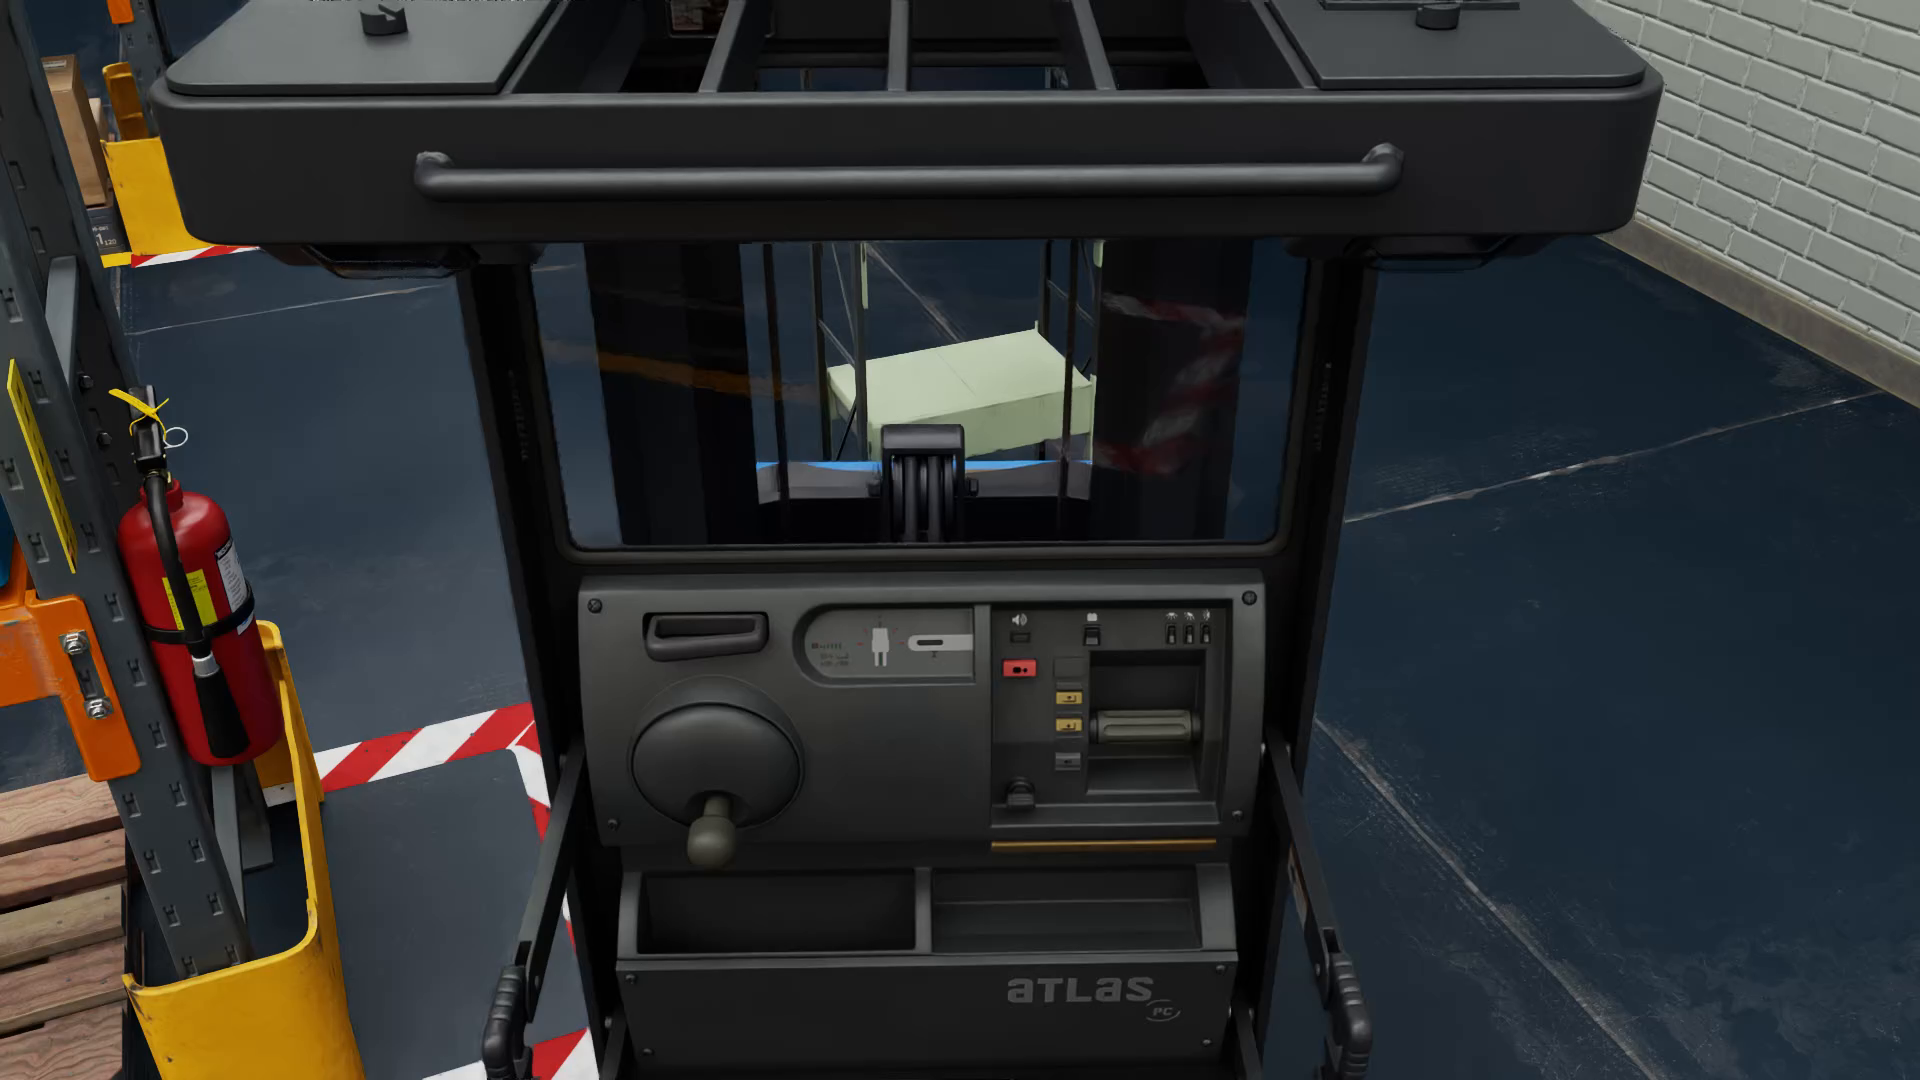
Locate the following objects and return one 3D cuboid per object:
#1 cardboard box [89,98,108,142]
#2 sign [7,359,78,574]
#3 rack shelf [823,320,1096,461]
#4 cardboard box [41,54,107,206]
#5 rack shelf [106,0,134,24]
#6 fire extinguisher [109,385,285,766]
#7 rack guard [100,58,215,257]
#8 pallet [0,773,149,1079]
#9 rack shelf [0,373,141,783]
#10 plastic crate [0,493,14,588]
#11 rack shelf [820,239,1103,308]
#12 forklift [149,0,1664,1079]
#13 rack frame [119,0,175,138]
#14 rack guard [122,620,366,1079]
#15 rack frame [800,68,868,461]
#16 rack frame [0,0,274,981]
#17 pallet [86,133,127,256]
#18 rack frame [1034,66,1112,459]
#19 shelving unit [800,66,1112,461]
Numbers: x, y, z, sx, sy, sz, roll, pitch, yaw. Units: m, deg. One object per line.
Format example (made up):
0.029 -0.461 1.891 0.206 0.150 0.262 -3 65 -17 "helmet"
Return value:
-4.047 -1.878 7.597 0.250 0.149 0.380 -13 35 -19 "cardboard box"
-1.386 -0.108 2.516 0.005 0.325 0.100 -13 35 -19 "sign"
-0.006 -0.354 5.017 0.720 0.370 0.431 -13 35 -19 "rack shelf"
-3.934 -1.703 7.005 0.500 0.500 0.500 -13 35 -19 "cardboard box"
-5.372 -2.081 6.357 4.000 0.370 1.077 -13 35 -19 "rack shelf"
-1.299 0.072 2.801 0.183 0.674 0.296 -13 35 -19 "fire extinguisher"
-3.598 -1.741 7.467 0.348 0.500 1.175 -13 35 -19 "rack guard"
-2.389 1.010 3.503 1.213 0.211 1.003 -13 35 -19 "pallet"
-3.458 0.411 2.528 4.000 0.370 1.077 -13 35 -19 "rack shelf"
-1.850 -0.188 2.702 0.499 0.435 0.616 -13 35 -19 "plastic crate"
-0.006 -0.954 4.626 0.720 0.370 0.431 -13 35 -19 "rack shelf"
-0.043 0.301 2.100 1.130 2.935 3.031 -1 33 -1 "forklift"
-3.528 -2.805 6.810 0.127 3.000 1.000 -13 35 -19 "rack frame"
-1.597 0.723 3.680 0.348 0.500 1.175 -13 35 -19 "rack guard"
-0.344 -0.550 4.720 0.023 1.500 0.400 -13 35 -19 "rack frame"
-1.614 -0.313 2.981 0.127 3.000 1.000 -13 35 -19 "rack frame"
-4.333 -1.451 7.286 1.213 0.211 1.003 -13 35 -19 "pallet"
0.331 -0.704 4.958 0.023 1.500 0.400 -13 35 -19 "rack frame"
-0.006 -0.627 4.839 0.755 1.500 0.431 -13 35 -19 "shelving unit"
